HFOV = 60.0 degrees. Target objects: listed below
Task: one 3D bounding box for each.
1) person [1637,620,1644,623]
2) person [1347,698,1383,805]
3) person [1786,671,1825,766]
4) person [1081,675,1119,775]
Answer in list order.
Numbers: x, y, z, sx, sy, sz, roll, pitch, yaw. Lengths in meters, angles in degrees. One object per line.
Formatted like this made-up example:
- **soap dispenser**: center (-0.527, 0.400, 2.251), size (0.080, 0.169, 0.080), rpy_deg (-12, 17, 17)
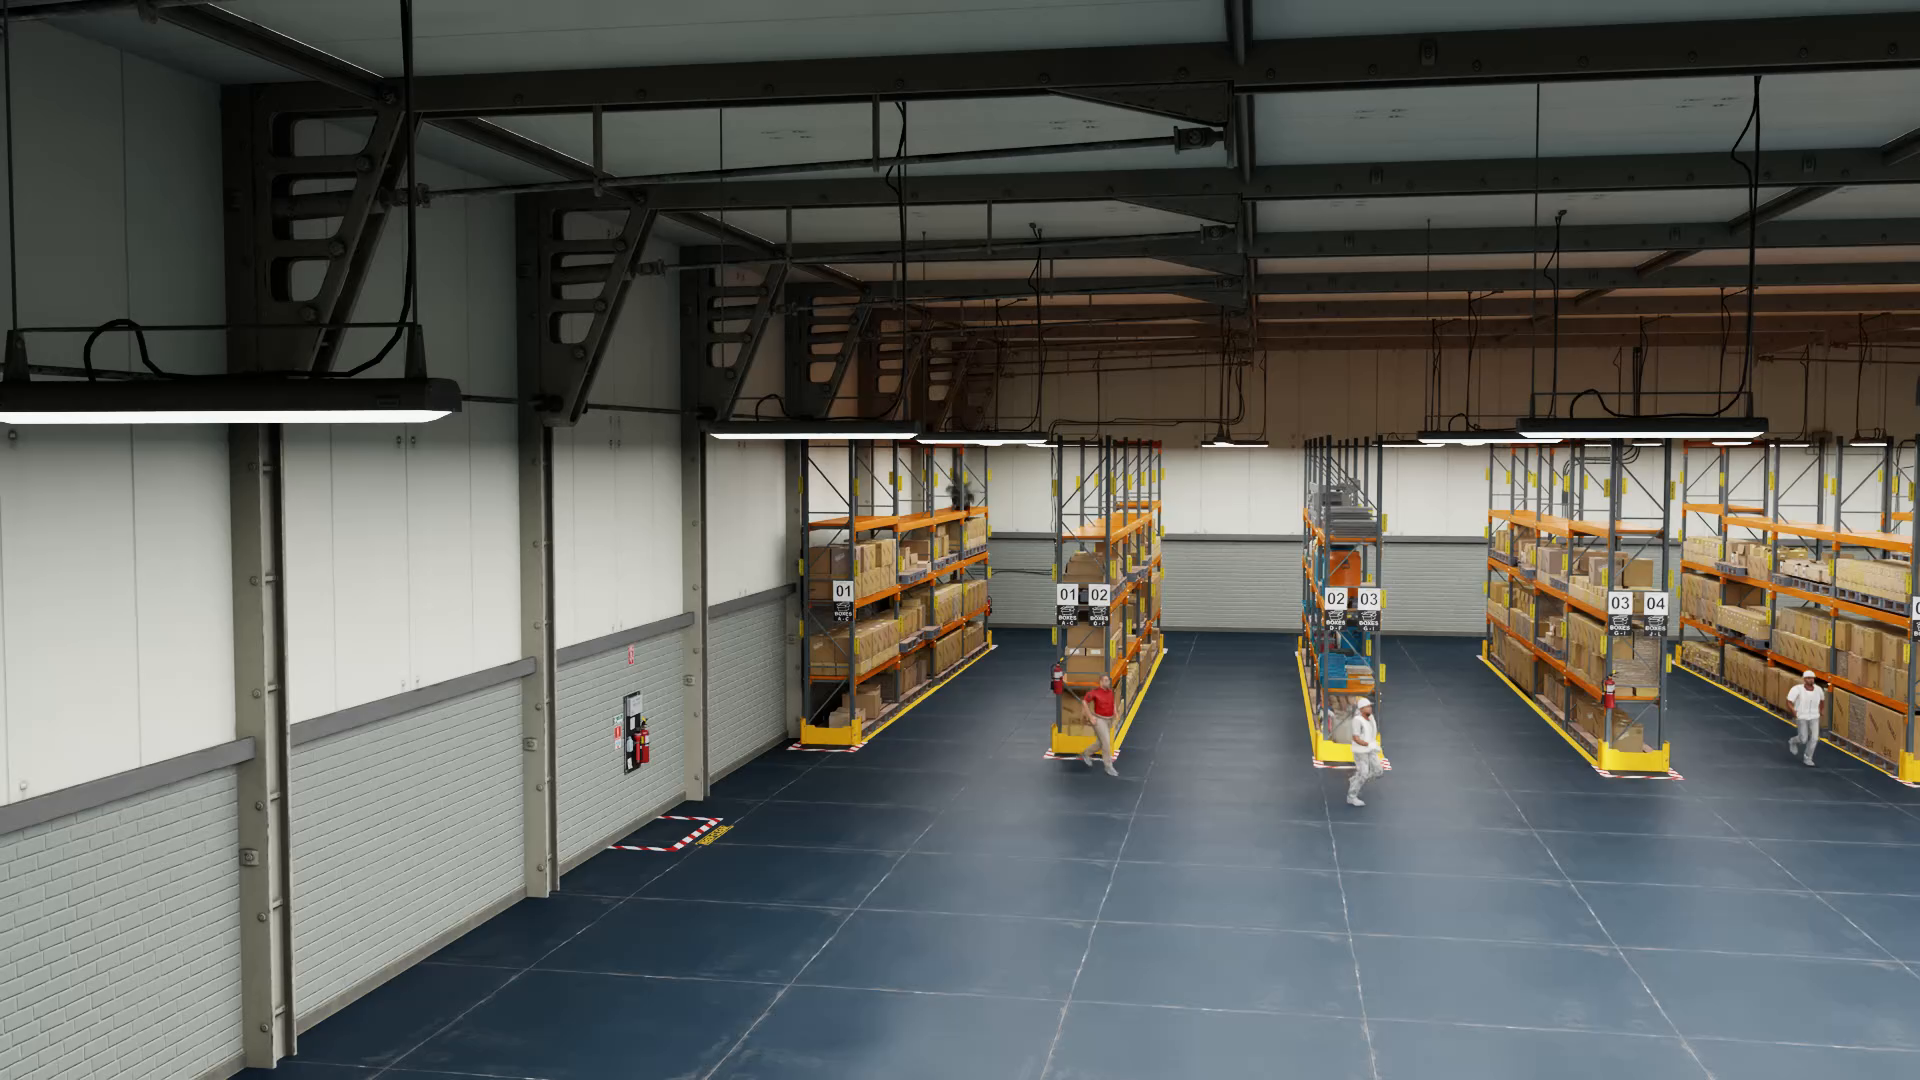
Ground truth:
- **person**: center (18.829, 2.406, 45.403), size (0.690, 1.758, 0.774), rpy_deg (-1, 3, -16)
- **person**: center (6.548, 3.405, 26.755), size (0.654, 1.733, 0.706), rpy_deg (3, 4, 43)
- **person**: center (15.434, 3.219, 30.355), size (0.694, 1.710, 0.726), rpy_deg (0, 3, 4)
- **person**: center (2.517, 3.271, 29.642), size (0.930, 1.747, 0.683), rpy_deg (3, 4, 41)
